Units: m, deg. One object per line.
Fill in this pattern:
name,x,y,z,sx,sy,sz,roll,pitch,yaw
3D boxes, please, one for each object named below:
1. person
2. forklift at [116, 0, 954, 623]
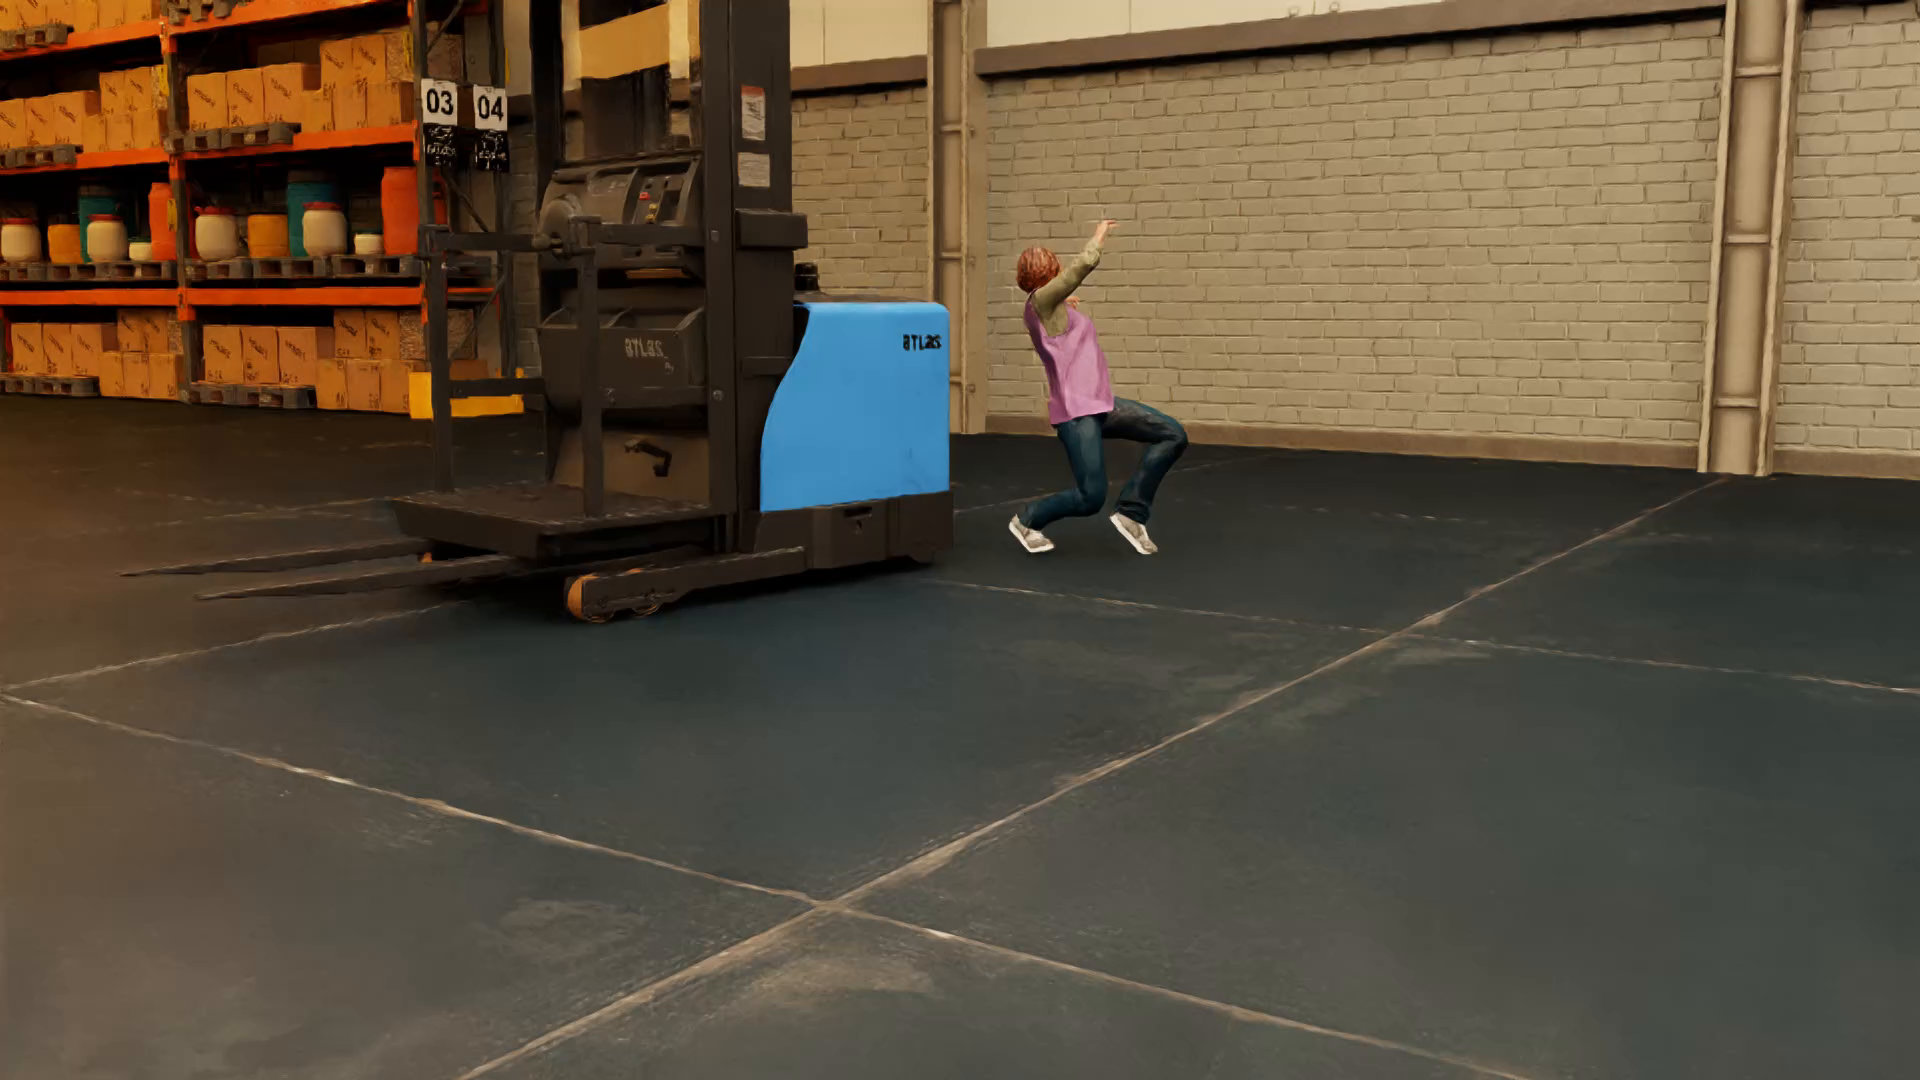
person,0.651,-0.663,7.290,0.766,1.445,0.942,3,9,19
forklift,-1.408,-1.250,5.984,1.130,2.935,3.031,8,11,43
